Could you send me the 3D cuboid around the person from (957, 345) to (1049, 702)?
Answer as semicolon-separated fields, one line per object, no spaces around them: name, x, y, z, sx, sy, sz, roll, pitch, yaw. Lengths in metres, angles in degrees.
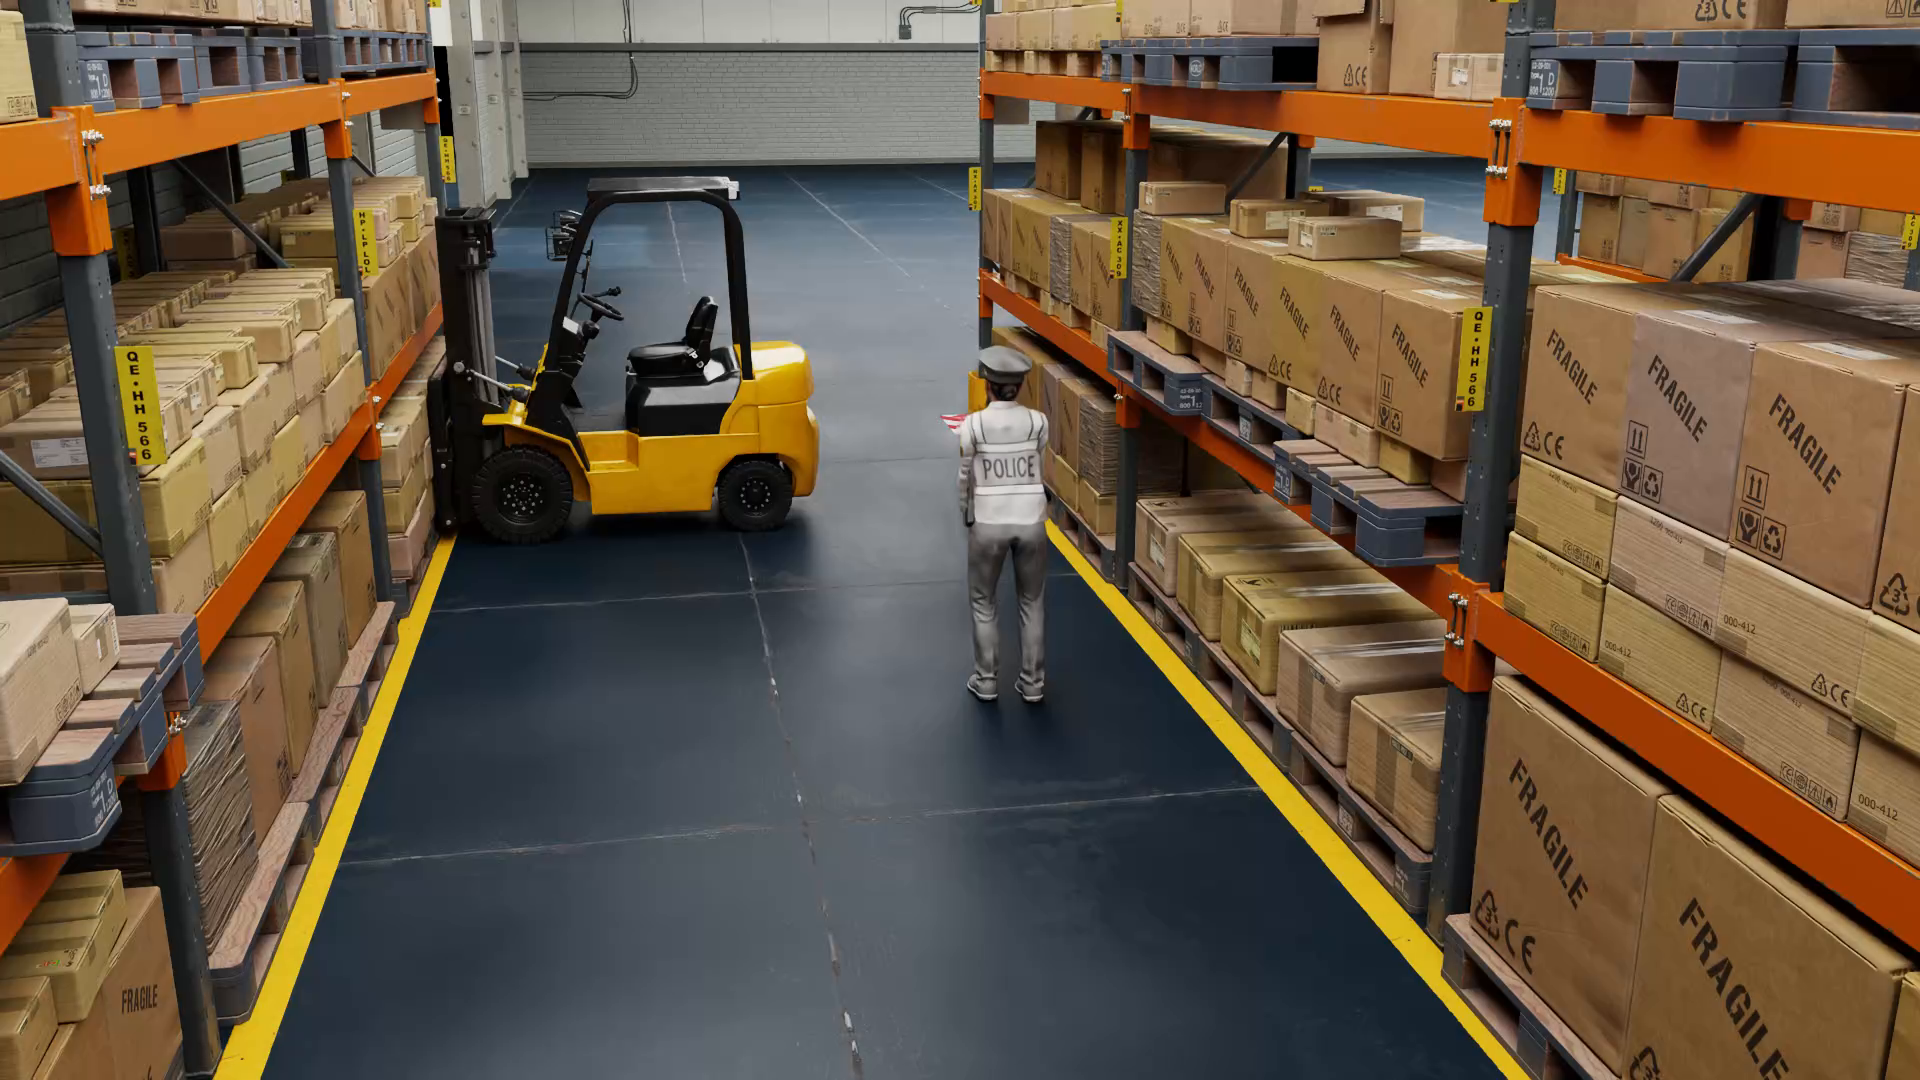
person;0.193;-0.071;7.774;0.416;1.674;0.535;-3;17;-10
